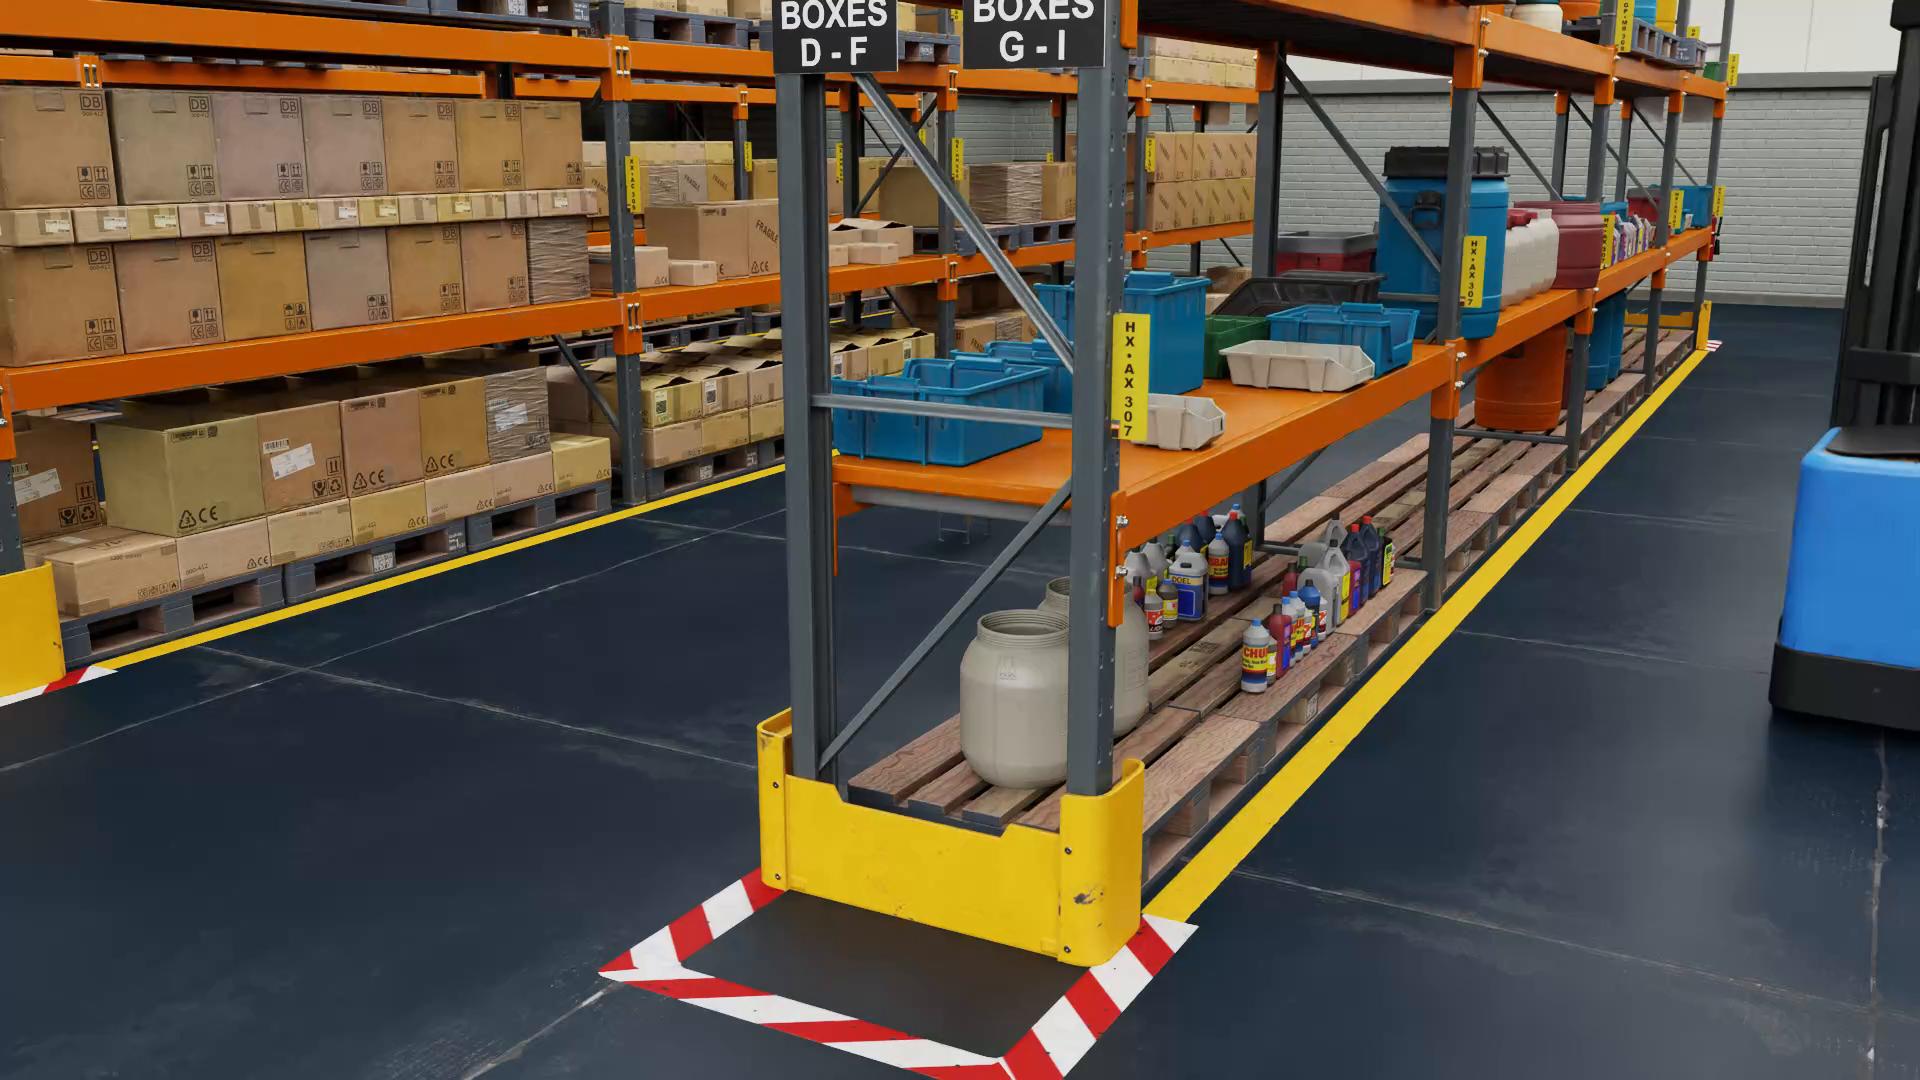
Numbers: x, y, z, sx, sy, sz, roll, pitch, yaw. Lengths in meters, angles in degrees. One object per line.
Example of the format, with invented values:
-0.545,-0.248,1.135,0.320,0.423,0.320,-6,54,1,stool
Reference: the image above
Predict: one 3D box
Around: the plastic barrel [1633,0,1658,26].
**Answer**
5.069,-4.349,12.805,0.600,0.901,0.708,7,15,28,plastic barrel

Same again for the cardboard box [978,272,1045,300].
0.495,-2.458,16.125,0.500,0.250,0.500,7,15,28,cardboard box

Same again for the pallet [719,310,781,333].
-2.476,-2.724,20.382,1.003,0.211,1.213,7,15,28,pallet

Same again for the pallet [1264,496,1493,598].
2.238,0.021,8.994,1.003,0.211,1.213,7,15,28,pallet

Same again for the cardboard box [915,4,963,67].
-0.326,-4.151,13.740,0.910,0.500,0.500,7,15,28,cardboard box

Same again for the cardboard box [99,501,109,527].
-4.143,-0.025,8.207,0.500,0.250,0.500,7,15,28,cardboard box

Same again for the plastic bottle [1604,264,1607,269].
4.758,-2.149,12.298,0.061,0.283,0.133,7,15,28,plastic bottle

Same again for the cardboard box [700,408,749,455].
-1.781,-0.757,11.246,0.500,0.250,0.500,8,16,29,cardboard box

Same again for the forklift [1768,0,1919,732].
4.431,-0.930,7.138,1.130,2.935,3.031,9,16,33,forklift

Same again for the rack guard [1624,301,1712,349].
7.694,-2.422,18.512,1.175,0.500,0.348,7,15,28,rack guard

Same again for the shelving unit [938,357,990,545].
0.026,-0.521,9.456,0.215,1.050,0.252,7,15,28,shelving unit

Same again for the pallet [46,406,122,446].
-7.074,-0.794,12.375,1.003,0.211,1.213,7,15,28,pallet

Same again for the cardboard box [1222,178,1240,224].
2.888,-3.910,19.138,0.500,0.500,0.500,8,15,28,cardboard box

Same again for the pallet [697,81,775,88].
-2.508,-5.514,19.795,1.003,0.211,1.213,7,15,28,pallet

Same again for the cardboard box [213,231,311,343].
-3.644,-1.262,8.156,0.700,0.500,0.500,7,15,28,cardboard box

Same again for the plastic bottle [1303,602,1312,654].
1.370,0.351,6.711,0.097,0.201,0.097,0,14,0,plastic bottle

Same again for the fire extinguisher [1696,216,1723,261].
8.164,-3.391,18.160,0.296,0.674,0.183,7,15,28,fire extinguisher

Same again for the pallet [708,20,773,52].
-1.296,-3.539,11.814,1.003,0.211,1.213,8,16,31,pallet

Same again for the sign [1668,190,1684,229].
6.241,-2.882,14.496,0.100,0.325,0.005,7,15,28,sign

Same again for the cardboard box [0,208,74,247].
-3.997,-1.330,7.053,0.380,0.149,0.250,7,15,28,cardboard box

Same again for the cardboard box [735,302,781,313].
-2.461,-3.063,20.277,0.700,0.500,0.500,8,16,29,cardboard box

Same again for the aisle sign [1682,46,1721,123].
7.985,-4.876,17.812,0.394,0.787,0.004,7,15,28,aisle sign

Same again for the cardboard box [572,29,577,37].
-4.173,-5.165,17.006,0.700,0.500,0.500,8,16,31,cardboard box

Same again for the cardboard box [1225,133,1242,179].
2.895,-4.394,19.013,0.500,0.500,0.500,8,16,30,cardboard box

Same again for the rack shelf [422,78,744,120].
-3.879,-4.631,17.476,1.077,0.370,4.000,7,15,28,rack shelf

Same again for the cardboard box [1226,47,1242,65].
2.848,-5.482,18.725,0.500,0.250,0.500,7,15,28,cardboard box

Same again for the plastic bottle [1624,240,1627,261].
5.223,-2.315,13.161,0.097,0.201,0.097,0,14,0,plastic bottle

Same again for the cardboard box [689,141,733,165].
-2.914,-4.375,18.790,0.500,0.250,0.500,8,16,29,cardboard box

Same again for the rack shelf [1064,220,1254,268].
2.393,-3.433,18.906,1.077,0.370,4.000,7,15,28,rack shelf

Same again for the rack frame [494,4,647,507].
-2.442,-1.731,10.312,1.000,3.000,0.127,7,15,28,rack frame

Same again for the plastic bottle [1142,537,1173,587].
0.842,0.150,7.225,0.144,0.351,0.185,7,15,28,plastic bottle

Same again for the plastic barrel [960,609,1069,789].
0.210,0.514,5.415,0.421,0.512,0.421,0,14,0,plastic barrel

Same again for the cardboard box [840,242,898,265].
-0.701,-2.213,12.850,0.380,0.149,0.250,7,15,28,cardboard box

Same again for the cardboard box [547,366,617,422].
-2.497,-0.986,10.999,0.500,0.311,0.500,7,15,28,cardboard box

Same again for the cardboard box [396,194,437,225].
-3.001,-1.754,8.812,0.380,0.149,0.250,8,16,30,cardboard box

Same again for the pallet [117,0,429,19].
-3.422,-2.719,8.198,1.003,0.211,1.213,7,15,28,pallet

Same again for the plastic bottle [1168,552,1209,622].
0.984,0.198,7.186,0.152,0.276,0.135,7,15,28,plastic bottle

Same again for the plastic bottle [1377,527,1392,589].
1.949,0.074,7.683,0.061,0.283,0.133,8,16,31,plastic bottle

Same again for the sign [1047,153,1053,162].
0.947,-3.853,17.267,0.100,0.325,0.005,7,15,28,sign

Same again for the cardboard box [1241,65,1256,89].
3.091,-5.341,19.209,0.500,0.250,0.500,7,15,28,cardboard box

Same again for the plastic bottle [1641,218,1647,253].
5.781,-2.583,14.097,0.061,0.283,0.133,7,15,28,plastic bottle

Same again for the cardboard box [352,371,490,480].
-2.965,-0.638,9.152,0.500,0.500,0.500,7,15,28,cardboard box

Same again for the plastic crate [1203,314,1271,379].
0.989,-0.819,6.983,0.450,0.188,0.662,7,15,28,plastic crate

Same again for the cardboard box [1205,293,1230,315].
2.827,-2.739,19.422,0.500,0.250,0.500,7,15,28,cardboard box

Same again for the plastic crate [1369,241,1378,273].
2.154,-1.422,9.068,0.392,0.384,0.575,7,15,28,plastic crate

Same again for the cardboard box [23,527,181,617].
-3.921,0.138,7.533,0.500,0.250,0.500,7,15,28,cardboard box

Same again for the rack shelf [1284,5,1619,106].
2.860,-2.687,9.416,1.077,0.370,4.000,7,15,28,rack shelf

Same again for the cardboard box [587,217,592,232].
-4.021,-3.256,17.133,0.380,0.149,0.250,8,16,29,cardboard box

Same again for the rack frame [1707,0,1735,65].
7.694,-6.547,17.490,1.000,3.000,0.127,7,15,28,rack frame

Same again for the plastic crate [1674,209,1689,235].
6.925,-3.128,16.337,0.416,0.233,0.300,7,15,28,plastic crate

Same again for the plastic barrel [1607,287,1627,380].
5.482,-1.884,14.531,0.600,0.901,0.708,7,15,28,plastic barrel

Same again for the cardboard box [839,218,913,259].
-0.722,-2.438,13.437,0.500,0.311,0.500,9,16,32,cardboard box
